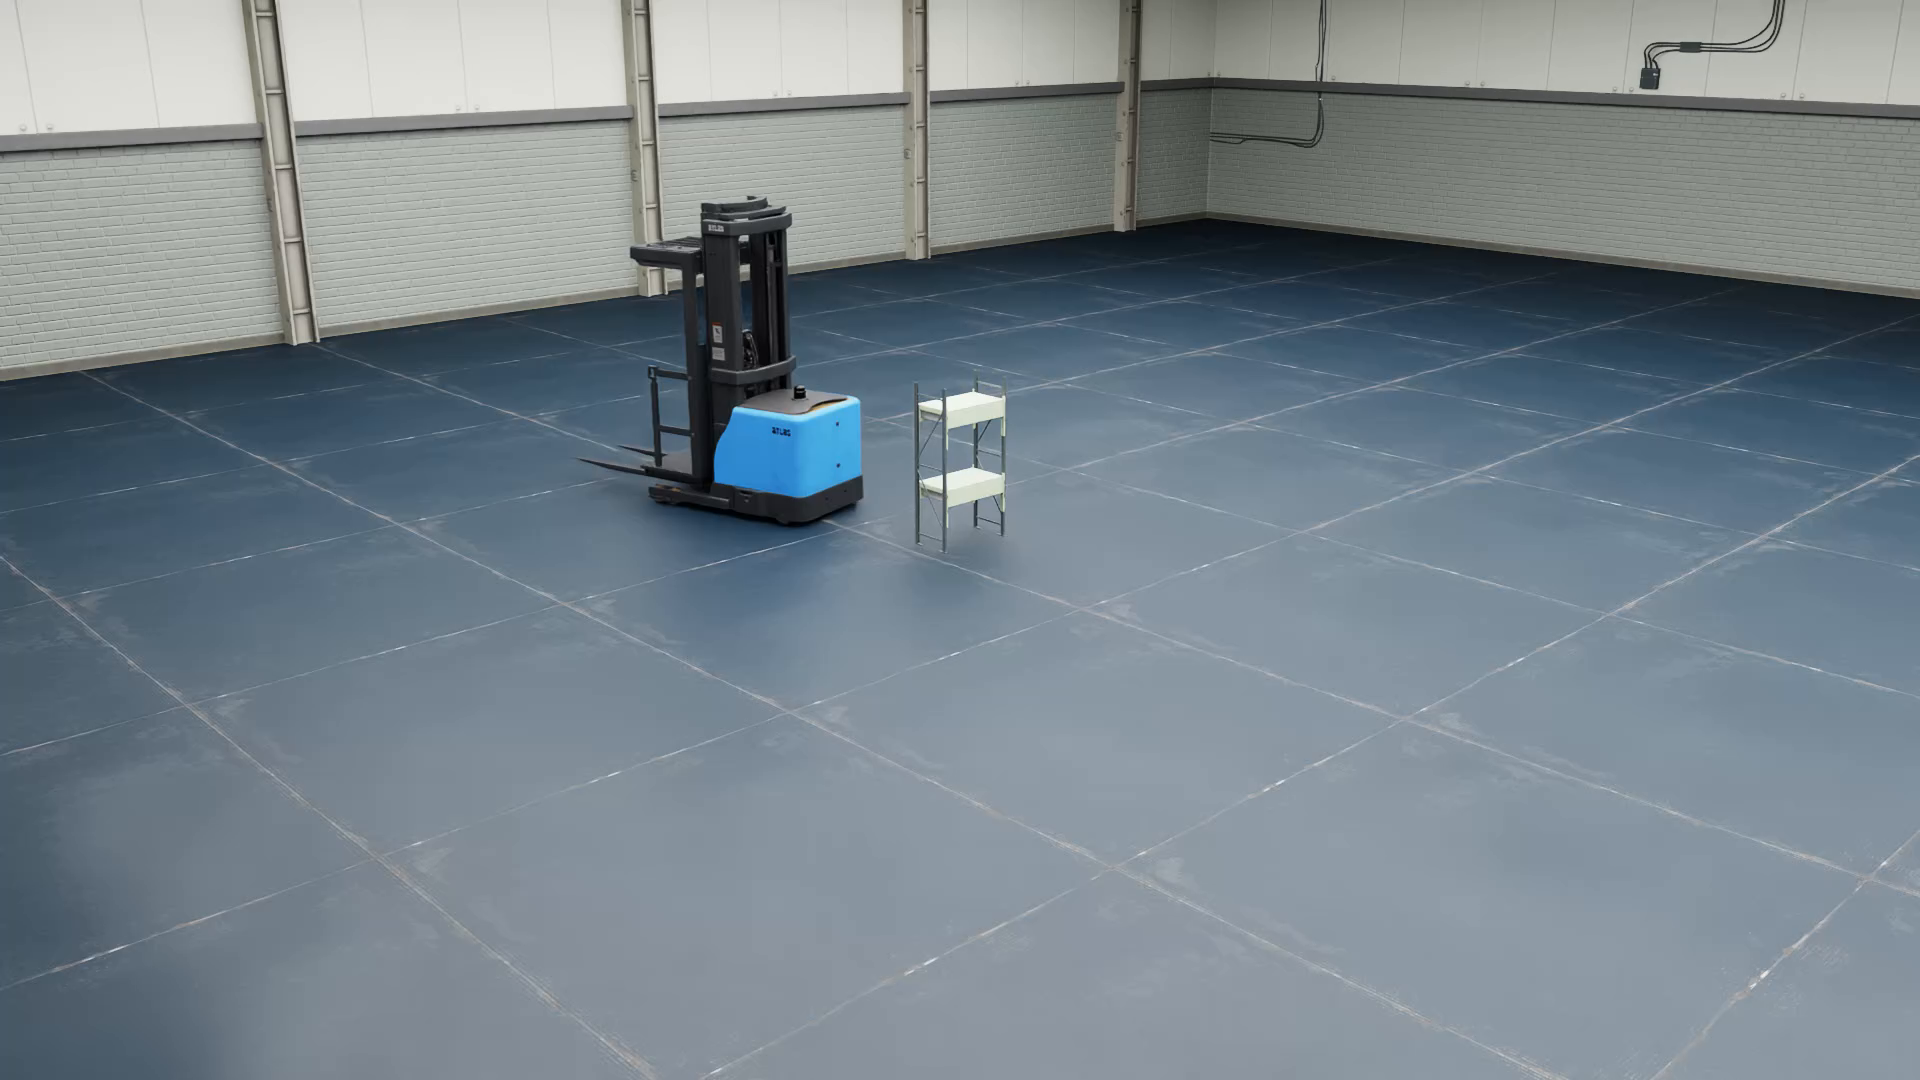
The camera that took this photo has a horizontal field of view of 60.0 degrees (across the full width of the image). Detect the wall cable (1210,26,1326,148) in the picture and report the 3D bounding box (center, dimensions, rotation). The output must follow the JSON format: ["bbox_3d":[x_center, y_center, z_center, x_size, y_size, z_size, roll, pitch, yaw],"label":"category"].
[{"bbox_3d":[6.598,-9.815,35.966,0.112,2.526,3.097,-16,24,-41],"label":"wall cable"}]

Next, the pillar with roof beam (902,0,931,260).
[{"bbox_3d":[2.146,-8.728,27.578,0.400,9.000,9.100,-16,24,-41],"label":"pillar with roof beam"}]

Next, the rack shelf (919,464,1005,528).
[{"bbox_3d":[0.005,-0.405,15.124,0.720,0.370,0.431,-16,24,-41],"label":"rack shelf"}]

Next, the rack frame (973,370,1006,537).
[{"bbox_3d":[0.271,-0.792,15.262,0.023,1.500,0.400,-16,24,-41],"label":"rack frame"}]

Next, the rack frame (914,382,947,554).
[{"bbox_3d":[-0.261,-0.637,14.784,0.023,1.500,0.400,-16,24,-41],"label":"rack frame"}]

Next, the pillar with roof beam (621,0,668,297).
[{"bbox_3d":[-2.213,-7.456,23.657,0.400,9.000,9.100,-16,24,-41],"label":"pillar with roof beam"}]

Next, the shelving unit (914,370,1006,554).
[{"bbox_3d":[0.005,-0.715,15.023,0.755,1.500,0.431,-16,24,-41],"label":"shelving unit"}]

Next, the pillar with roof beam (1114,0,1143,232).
[{"bbox_3d":[6.506,-9.999,31.500,0.400,9.000,9.100,-16,24,-41],"label":"pillar with roof beam"}]

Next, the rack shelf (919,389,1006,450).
[{"bbox_3d":[0.005,-1.086,14.903,0.720,0.370,0.431,-16,24,-41],"label":"rack shelf"}]

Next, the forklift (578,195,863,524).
[{"bbox_3d":[-2.469,-1.862,16.240,3.031,2.935,1.130,11,21,30],"label":"forklift"}]

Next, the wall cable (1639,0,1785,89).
[{"bbox_3d":[13.108,-10.779,28.390,0.169,6.003,2.305,-16,24,-41],"label":"wall cable"}]

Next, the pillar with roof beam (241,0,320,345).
[{"bbox_3d":[-6.573,-6.185,19.736,0.400,9.000,9.100,-16,24,-41],"label":"pillar with roof beam"}]

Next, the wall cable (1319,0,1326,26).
[{"bbox_3d":[8.456,-11.611,33.317,0.112,2.526,3.097,-16,24,-41],"label":"wall cable"}]
